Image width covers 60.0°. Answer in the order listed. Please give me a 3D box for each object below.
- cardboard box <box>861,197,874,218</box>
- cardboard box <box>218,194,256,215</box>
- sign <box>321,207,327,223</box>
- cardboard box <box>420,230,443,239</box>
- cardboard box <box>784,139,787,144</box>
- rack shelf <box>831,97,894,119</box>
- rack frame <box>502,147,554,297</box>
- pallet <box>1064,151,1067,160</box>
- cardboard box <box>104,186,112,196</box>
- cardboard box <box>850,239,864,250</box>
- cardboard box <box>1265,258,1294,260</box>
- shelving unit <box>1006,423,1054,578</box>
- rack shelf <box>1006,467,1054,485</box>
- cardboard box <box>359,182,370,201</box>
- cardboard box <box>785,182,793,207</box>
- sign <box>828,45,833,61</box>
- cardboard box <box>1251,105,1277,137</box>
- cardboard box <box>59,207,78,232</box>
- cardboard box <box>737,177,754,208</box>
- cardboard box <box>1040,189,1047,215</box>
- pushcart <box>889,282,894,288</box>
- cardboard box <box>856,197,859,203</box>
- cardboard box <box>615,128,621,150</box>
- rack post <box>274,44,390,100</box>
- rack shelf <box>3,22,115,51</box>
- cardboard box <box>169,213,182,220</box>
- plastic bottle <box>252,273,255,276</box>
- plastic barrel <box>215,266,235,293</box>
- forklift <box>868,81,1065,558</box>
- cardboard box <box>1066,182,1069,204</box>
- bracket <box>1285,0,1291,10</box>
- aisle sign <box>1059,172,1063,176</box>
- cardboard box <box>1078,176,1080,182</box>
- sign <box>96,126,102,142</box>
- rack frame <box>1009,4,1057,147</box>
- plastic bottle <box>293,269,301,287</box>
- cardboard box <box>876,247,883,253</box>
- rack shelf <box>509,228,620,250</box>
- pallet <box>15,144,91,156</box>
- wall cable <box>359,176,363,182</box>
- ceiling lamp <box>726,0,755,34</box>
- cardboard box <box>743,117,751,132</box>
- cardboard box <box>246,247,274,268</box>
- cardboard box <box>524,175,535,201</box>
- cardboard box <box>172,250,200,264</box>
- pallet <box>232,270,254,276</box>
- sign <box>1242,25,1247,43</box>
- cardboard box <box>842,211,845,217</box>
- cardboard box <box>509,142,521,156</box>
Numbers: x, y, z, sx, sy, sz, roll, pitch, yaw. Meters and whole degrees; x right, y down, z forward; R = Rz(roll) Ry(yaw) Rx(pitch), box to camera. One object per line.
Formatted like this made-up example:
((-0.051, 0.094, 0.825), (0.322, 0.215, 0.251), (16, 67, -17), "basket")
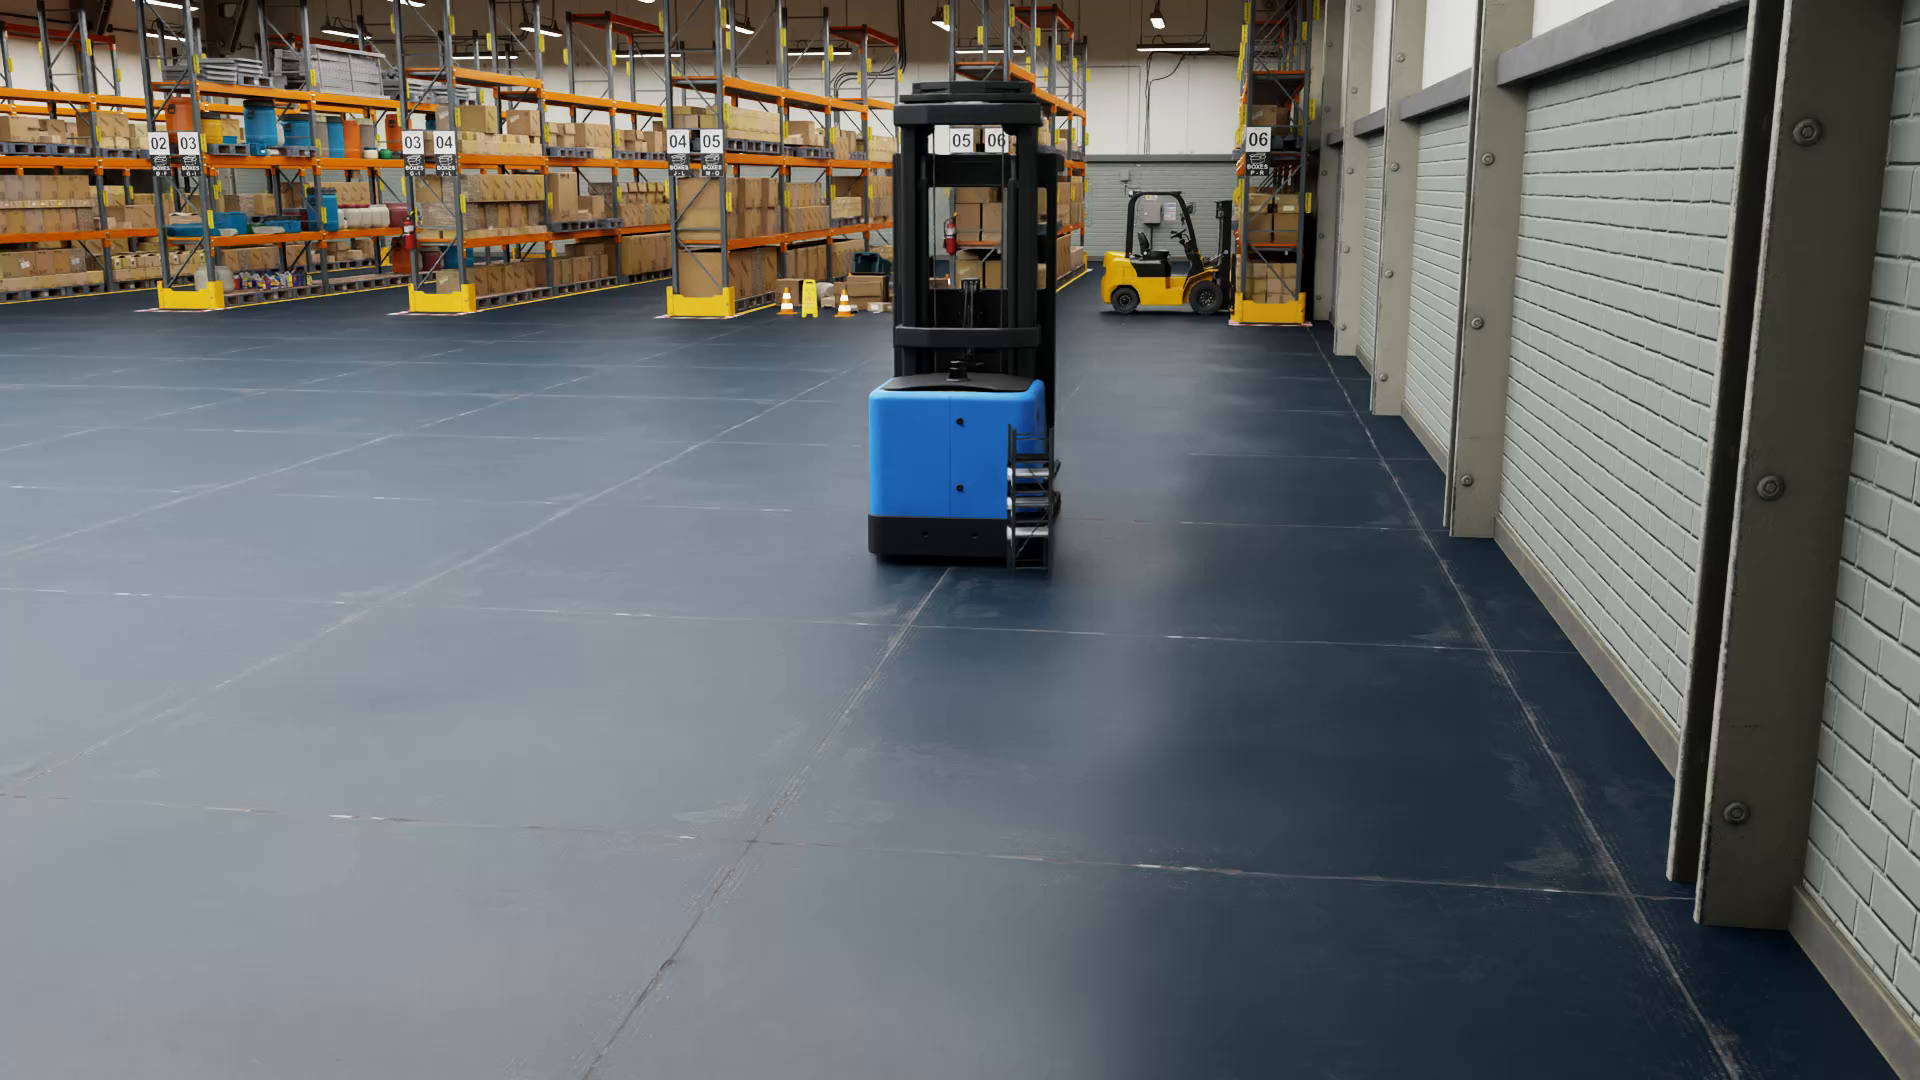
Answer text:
((-2.412, -8.243, 41.181), (0.500, 0.500, 0.500), (2, 12, 8), "cardboard box")
((-17.710, -8.198, 40.680), (0.700, 0.500, 0.500), (4, 13, 19), "cardboard box")
((-13.205, -6.746, 34.520), (0.100, 0.325, 0.005), (2, 12, 9), "sign")
((-9.628, -5.581, 30.367), (0.380, 0.149, 0.250), (2, 12, 9), "cardboard box")
((-3.628, -8.061, 33.244), (0.258, 0.266, 0.396), (2, 12, 8), "cardboard box")
((-2.429, -10.950, 42.158), (1.077, 0.370, 4.000), (2, 12, 9), "rack shelf")
((-8.853, -6.471, 33.898), (1.000, 3.000, 0.127), (2, 12, 9), "rack frame")
((2.078, -8.995, 38.947), (0.805, 0.209, 1.217), (1, 12, 6), "pallet")
((-22.213, -8.976, 42.755), (0.500, 0.250, 0.500), (2, 12, 10), "cardboard box")
((-2.602, -7.141, 40.165), (0.500, 0.250, 0.500), (2, 12, 7), "cardboard box")
((5.737, -4.915, 29.836), (0.500, 0.250, 0.500), (2, 12, 8), "cardboard box")
((0.416, -0.235, 9.947), (0.258, 0.900, 0.210), (-1, 12, -6), "shelving unit")
((0.416, -0.378, 9.916), (0.258, 0.077, 0.200), (-1, 12, -6), "rack shelf")
((-16.669, -9.621, 45.907), (0.500, 0.500, 0.500), (2, 12, 10), "cardboard box")
((-3.820, -7.037, 33.917), (0.700, 0.500, 0.500), (2, 12, 8), "cardboard box")
((-2.803, -10.571, 36.092), (0.100, 0.325, 0.005), (2, 12, 9), "sign")
((5.057, -7.026, 27.885), (0.500, 0.500, 0.500), (2, 12, 11), "cardboard box")
((-18.777, -6.639, 34.441), (0.700, 0.500, 0.500), (2, 12, 8), "cardboard box")
((-4.273, -6.363, 30.480), (0.875, 0.550, 0.550), (2, 12, 9), "cardboard box")
((1.529, -6.951, 34.189), (0.500, 0.500, 0.500), (1, 12, 6), "cardboard box")
((-1.321, -4.931, 32.979), (1.648, 0.377, 0.936), (-2, 12, -11), "pushcart")
((-2.646, -8.182, 40.025), (0.380, 0.149, 0.250), (2, 12, 7), "cardboard box")
((-8.215, -9.155, 37.991), (0.797, 0.503, 0.637), (3, 12, 12), "cardboard box")
((-13.529, -10.074, 35.905), (1.013, 1.000, 3.121), (2, 12, 9), "rack post")
((-22.613, -12.407, 41.022), (1.077, 0.370, 4.000), (2, 12, 9), "rack shelf")
((-18.354, -7.402, 38.430), (0.500, 0.311, 0.500), (2, 12, 8), "cardboard box")
((-14.376, -5.291, 33.830), (0.061, 0.283, 0.133), (2, 12, 11), "plastic bottle")
((-14.259, -5.031, 32.128), (0.421, 0.512, 0.421), (0, 12, 0), "plastic barrel")
((0.131, -1.579, 11.365), (1.130, 2.935, 3.031), (2, 12, 7), "forklift")
((2.277, -8.143, 39.050), (0.500, 0.500, 0.500), (2, 12, 10), "cardboard box")
((7.658, -12.388, 38.571), (0.235, 0.232, 0.430), (2, 12, 9), "bracket")
((2.510, -9.943, 43.839), (0.394, 0.787, 0.004), (2, 12, 9), "aisle sign")
((2.876, -9.260, 42.691), (0.380, 0.149, 0.250), (2, 12, 10), "cardboard box")
((-18.092, -8.533, 34.930), (0.100, 0.325, 0.005), (2, 12, 9), "sign")
((1.555, -9.915, 35.640), (1.000, 3.000, 0.127), (2, 12, 9), "rack frame")
((-13.590, -5.368, 34.025), (0.144, 0.351, 0.185), (1, 12, 6), "plastic bottle")
((-2.201, -7.502, 43.040), (0.380, 0.149, 0.250), (1, 12, 7), "cardboard box")
((-8.545, -6.535, 35.906), (1.077, 0.370, 4.000), (2, 12, 9), "rack shelf")
((-18.746, -8.037, 34.257), (1.003, 0.211, 1.213), (2, 12, 9), "pallet")
((-20.467, -12.031, 52.828), (3.097, 2.526, 0.112), (2, 12, 9), "wall cable")
((-5.027, -13.659, 39.158), (0.800, 3.185, 2.000), (2, 12, 9), "ceiling lamp")
((-4.101, -7.552, 30.210), (0.500, 0.250, 0.500), (2, 12, 8), "cardboard box")
((-17.441, -7.026, 41.364), (0.500, 0.500, 0.500), (1, 12, 7), "cardboard box")
((-8.726, -6.947, 32.792), (0.500, 0.500, 0.500), (2, 12, 9), "cardboard box")
((-17.936, -6.535, 38.395), (0.500, 0.311, 0.500), (2, 12, 8), "cardboard box")
((-17.873, -6.416, 40.264), (1.003, 0.211, 1.213), (2, 12, 9), "pallet")
((5.307, -9.433, 30.997), (0.100, 0.325, 0.005), (2, 12, 9), "sign")
((-2.882, -7.567, 38.584), (0.380, 0.149, 0.250), (2, 12, 9), "cardboard box")
((-8.829, -7.546, 32.122), (0.500, 0.250, 0.500), (2, 12, 8), "cardboard box")
